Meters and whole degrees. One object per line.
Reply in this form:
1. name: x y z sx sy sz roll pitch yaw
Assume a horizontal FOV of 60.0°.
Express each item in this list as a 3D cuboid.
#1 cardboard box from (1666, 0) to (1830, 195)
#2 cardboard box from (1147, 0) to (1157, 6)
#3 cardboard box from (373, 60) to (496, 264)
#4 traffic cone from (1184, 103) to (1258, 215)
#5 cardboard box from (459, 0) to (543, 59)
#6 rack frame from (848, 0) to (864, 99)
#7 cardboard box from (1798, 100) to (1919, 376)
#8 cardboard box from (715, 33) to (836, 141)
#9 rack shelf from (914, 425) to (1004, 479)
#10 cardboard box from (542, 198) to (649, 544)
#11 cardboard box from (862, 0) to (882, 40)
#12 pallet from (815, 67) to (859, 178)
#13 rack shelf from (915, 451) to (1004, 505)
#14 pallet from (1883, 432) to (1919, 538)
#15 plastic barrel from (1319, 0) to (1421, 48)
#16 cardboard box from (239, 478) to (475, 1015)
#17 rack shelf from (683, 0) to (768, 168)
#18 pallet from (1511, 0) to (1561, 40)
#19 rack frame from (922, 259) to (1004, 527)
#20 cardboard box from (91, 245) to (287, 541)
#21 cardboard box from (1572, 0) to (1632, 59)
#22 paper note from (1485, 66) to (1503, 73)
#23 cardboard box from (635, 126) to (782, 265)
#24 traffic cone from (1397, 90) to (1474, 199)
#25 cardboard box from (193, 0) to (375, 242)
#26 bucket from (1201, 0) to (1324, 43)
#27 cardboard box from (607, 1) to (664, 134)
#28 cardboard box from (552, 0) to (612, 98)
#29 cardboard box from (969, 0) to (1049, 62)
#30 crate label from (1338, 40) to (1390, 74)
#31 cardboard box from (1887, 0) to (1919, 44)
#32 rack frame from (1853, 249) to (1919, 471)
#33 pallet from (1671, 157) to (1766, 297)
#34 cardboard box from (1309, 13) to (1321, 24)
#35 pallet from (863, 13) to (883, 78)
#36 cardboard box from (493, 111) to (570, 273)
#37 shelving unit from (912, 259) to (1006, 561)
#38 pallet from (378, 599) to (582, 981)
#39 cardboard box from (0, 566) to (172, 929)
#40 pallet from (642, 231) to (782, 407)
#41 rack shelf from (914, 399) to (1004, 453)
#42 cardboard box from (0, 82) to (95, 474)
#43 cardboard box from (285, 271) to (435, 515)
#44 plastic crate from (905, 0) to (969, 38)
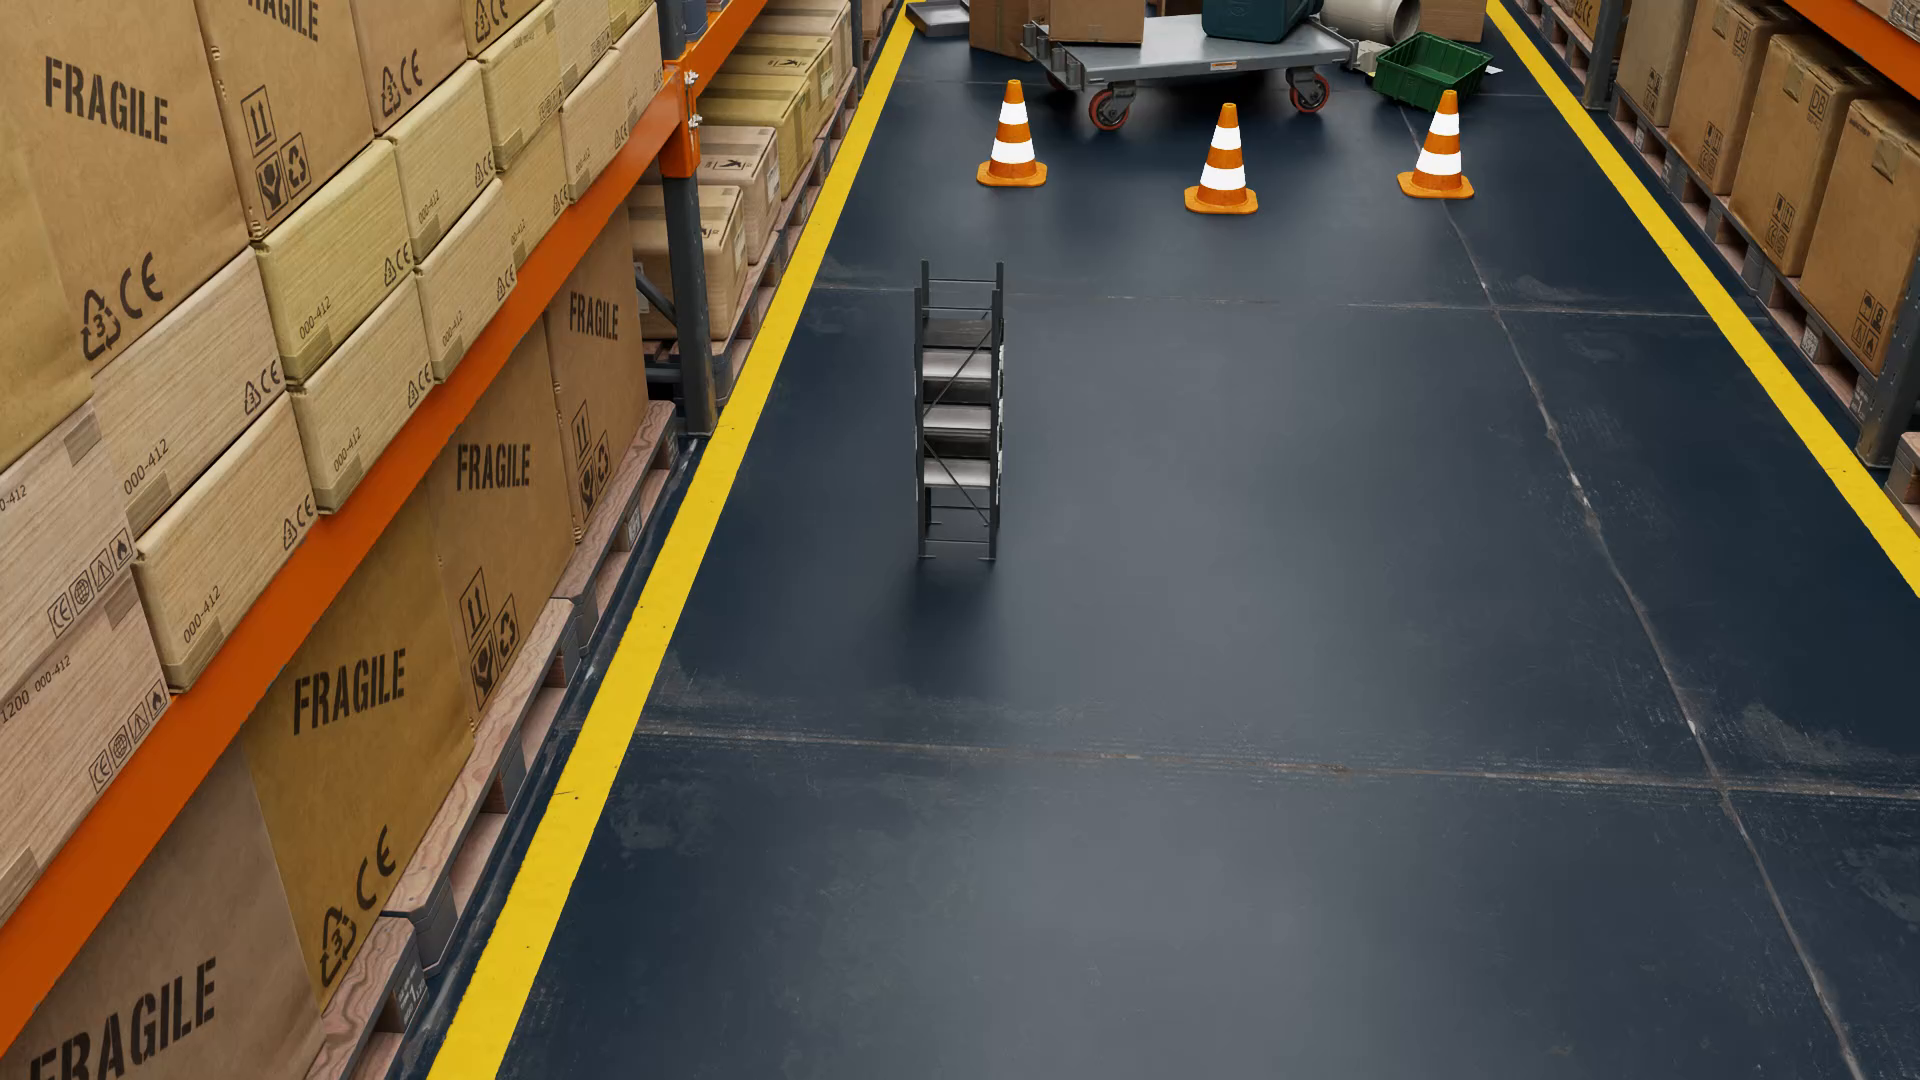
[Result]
1. cardboard box: 3.860 -2.005 7.389 1.050 0.750 0.750 2 32 4
2. cardboard box: 1.667 -3.778 10.900 0.797 0.503 0.637 -20 37 -29
3. cardboard box: -1.252 -0.760 3.291 0.500 0.250 0.500 2 32 2
4. traffic cone: 1.229 -1.793 7.718 0.336 0.463 0.334 2 32 4
5. cardboard box: -1.227 -1.343 3.521 0.500 0.500 0.500 2 32 4
6. rack frame: -1.039 -3.776 8.517 1.000 3.000 0.127 2 32 4
7. cardboard box: 3.716 -1.061 5.857 1.050 0.750 0.750 2 32 3
8. cardboard box: -1.134 -2.185 8.041 0.950 0.372 0.625 4 32 7
9. rack shelf: -0.001 -0.274 5.072 0.258 0.077 0.200 2 32 4
10. cardboard box: -1.504 -0.601 4.990 0.875 0.875 0.875 2 32 4
11. cardboard box: -0.722 -3.081 9.611 0.500 0.250 0.500 1 32 2
12. pallet: -1.101 -2.181 8.588 1.003 0.211 1.213 2 32 4
13. rack shelf: -0.001 -0.197 5.119 0.258 0.077 0.200 2 32 4
14. pallet: 3.512 0.070 4.935 1.003 0.211 1.213 2 32 4
15. plastic barrel: 2.466 -3.179 10.005 0.512 0.421 0.421 27 41 37
16. cardboard box: -1.654 0.333 3.475 0.875 0.875 0.875 3 32 5
17. rack shelf: -1.202 -2.424 7.009 1.077 0.370 4.000 2 32 4
18. pallet: 4.140 -3.464 10.669 1.003 0.211 1.213 2 32 4
19. rack frame: 0.008 -0.432 5.093 0.240 0.900 0.006 2 32 4
20. cardboard box: -1.359 -0.233 2.436 0.500 0.250 0.500 3 32 5
21. cardboard box: 4.024 -3.217 9.236 0.875 0.875 0.875 3 32 5
22. paper note: 3.055 -2.743 9.672 0.147 0.020 0.142 -20 37 -29
23. cardboard box: -1.257 -1.425 6.808 0.950 0.372 0.625 2 32 3
24. traffic cone: 2.289 -1.900 7.892 0.336 0.463 0.334 2 32 4
25. cardboard box: -1.311 -0.808 2.653 0.500 0.500 0.500 2 32 3
26. bucket: 1.616 -3.040 8.995 0.726 0.611 0.620 14 44 21
27. cardboard box: -1.147 -1.345 4.716 0.500 0.250 0.500 1 32 2
28. cardboard box: -1.189 -1.301 4.168 0.500 0.250 0.500 2 32 3
29. cardboard box: 0.405 -3.215 9.987 0.500 0.500 0.500 27 41 37
30. crate label: 2.360 -2.816 9.690 0.298 0.136 0.250 -20 37 -29
31. cardboard box: 3.346 -1.815 5.241 0.500 0.500 0.500 2 32 4
32. rack frame: 3.577 -1.525 4.866 1.000 3.000 0.127 2 32 4
33. pallet: 3.818 -1.383 7.294 1.003 0.211 1.213 2 32 4
34. cardboard box: 2.207 -3.431 10.563 0.396 0.266 0.258 8 32 12
35. pallet: -1.019 -2.941 9.821 1.003 0.211 1.213 2 32 4
36. cardboard box: -1.230 -0.814 3.855 0.500 0.250 0.500 2 32 3
37. shelving unit: -0.001 -0.379 5.007 0.258 0.900 0.210 2 32 4
38. pallet: -1.606 0.548 4.159 1.003 0.211 1.213 2 32 4
39. cardboard box: -1.391 0.253 2.124 0.500 0.250 0.500 2 32 3
40. pallet: -1.299 -0.905 6.518 1.003 0.211 1.213 2 32 4
41. rack shelf: -0.001 -0.350 5.024 0.258 0.077 0.200 2 32 4
42. cardboard box: -1.368 -0.278 1.794 0.500 0.500 0.500 3 32 5
43. cardboard box: -1.293 -0.285 2.997 0.500 0.250 0.500 2 32 4
44. plastic crate: -0.094 -3.319 10.559 0.402 0.080 0.583 -8 33 -13
